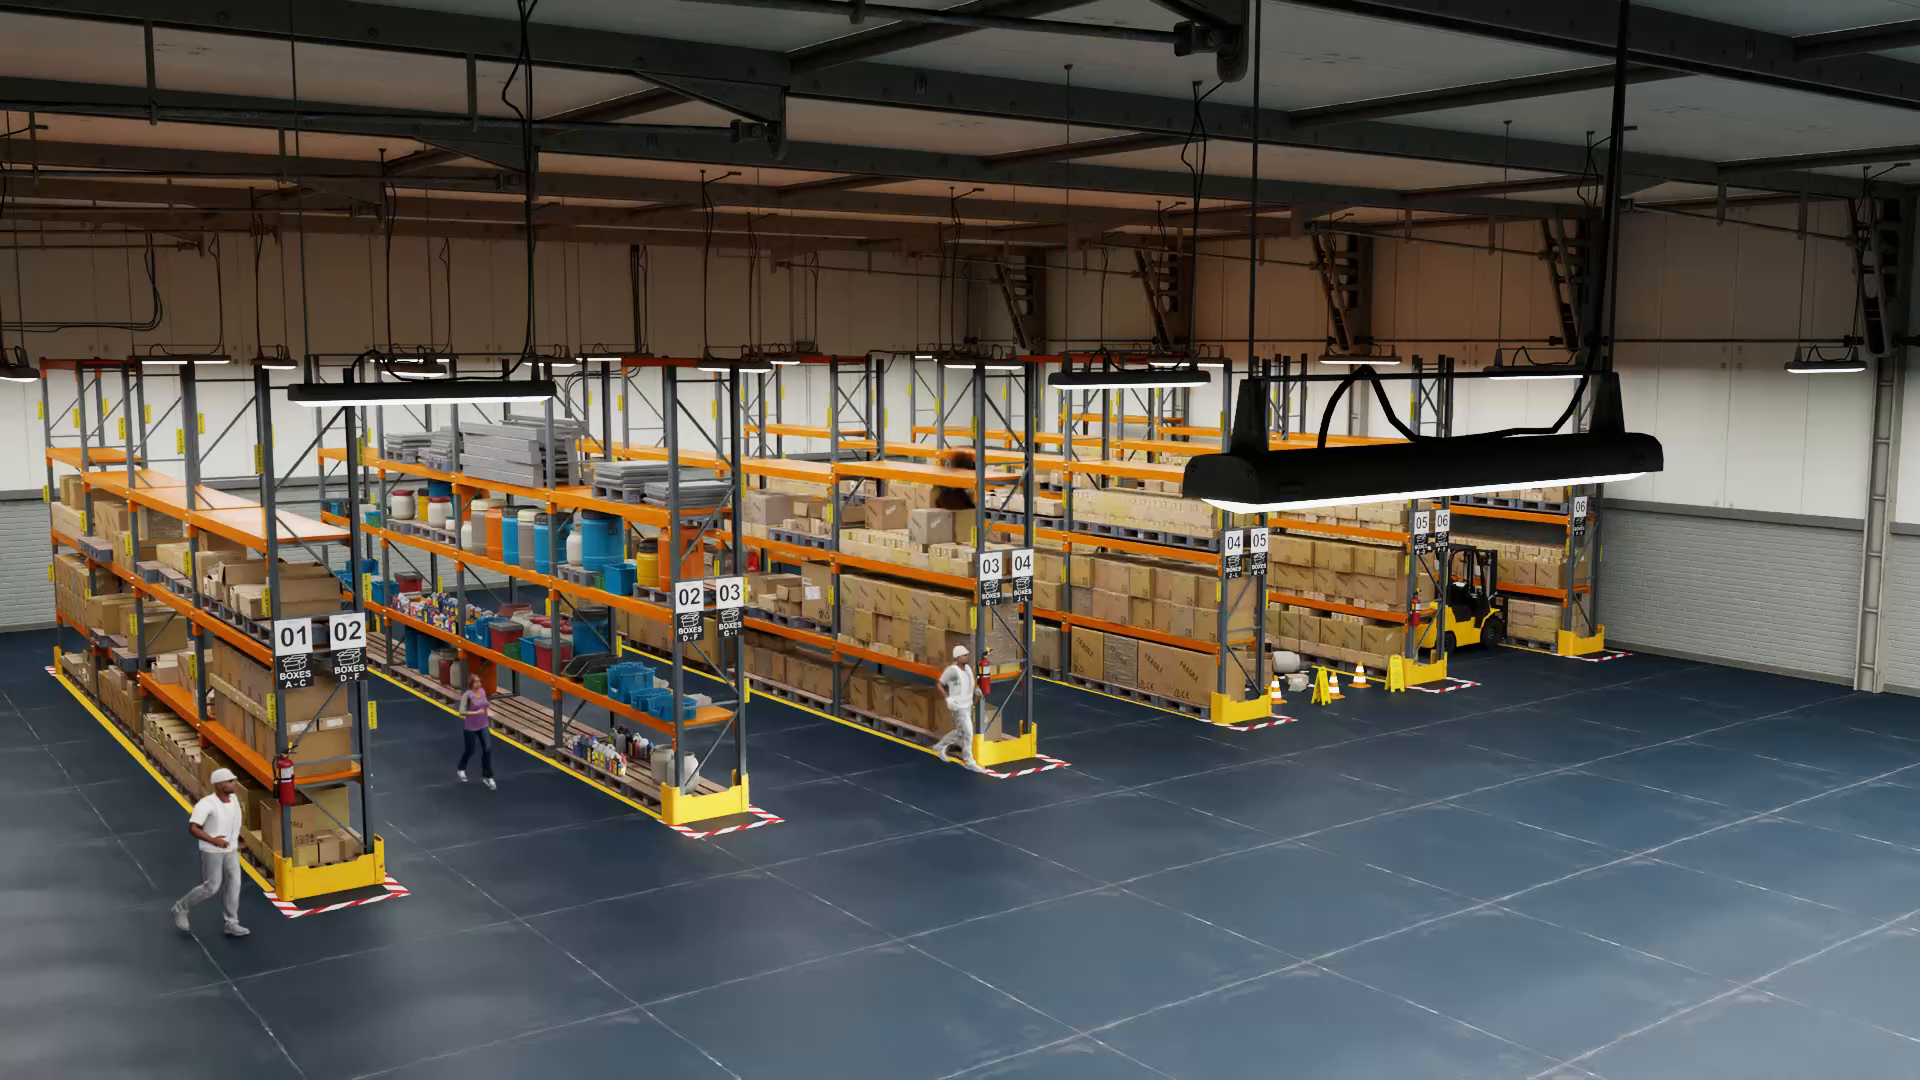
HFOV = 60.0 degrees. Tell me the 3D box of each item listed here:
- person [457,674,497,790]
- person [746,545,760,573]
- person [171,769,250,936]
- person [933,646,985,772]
[{"bbox_3d":[-6.897,2.694,23.609,0.778,1.631,0.565,6,9,40],"label":"person"},{"bbox_3d":[-4.766,0.952,37.867,0.640,1.798,0.795,-5,8,-35],"label":"person"},{"bbox_3d":[-7.962,3.321,17.900,0.862,1.739,0.762,2,7,15],"label":"person"},{"bbox_3d":[-0.028,2.394,23.820,0.865,1.789,0.695,3,8,24],"label":"person"}]
